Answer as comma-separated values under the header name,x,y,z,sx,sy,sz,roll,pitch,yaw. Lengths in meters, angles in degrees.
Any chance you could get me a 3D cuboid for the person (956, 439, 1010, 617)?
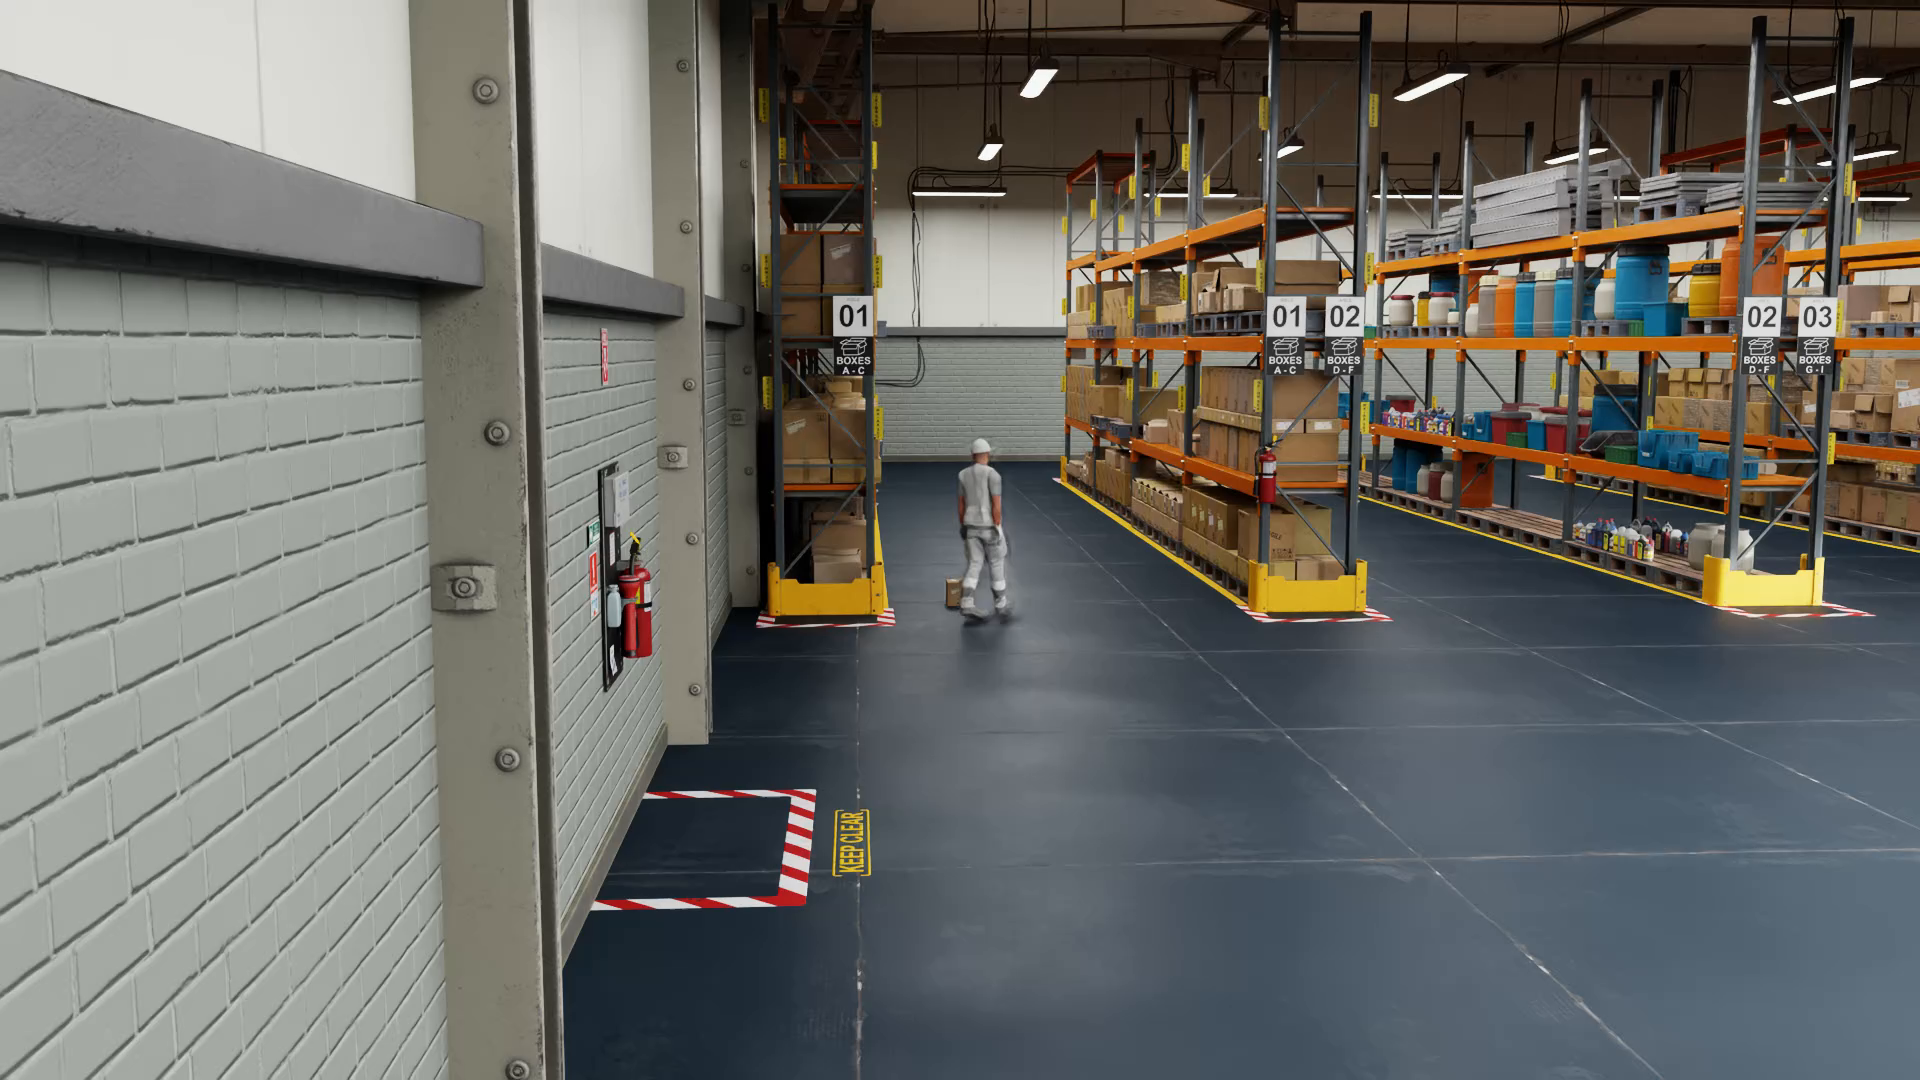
name,x,y,z,sx,sy,sz,roll,pitch,yaw
person,0.260,-0.132,16.751,0.564,1.781,0.723,5,8,34
